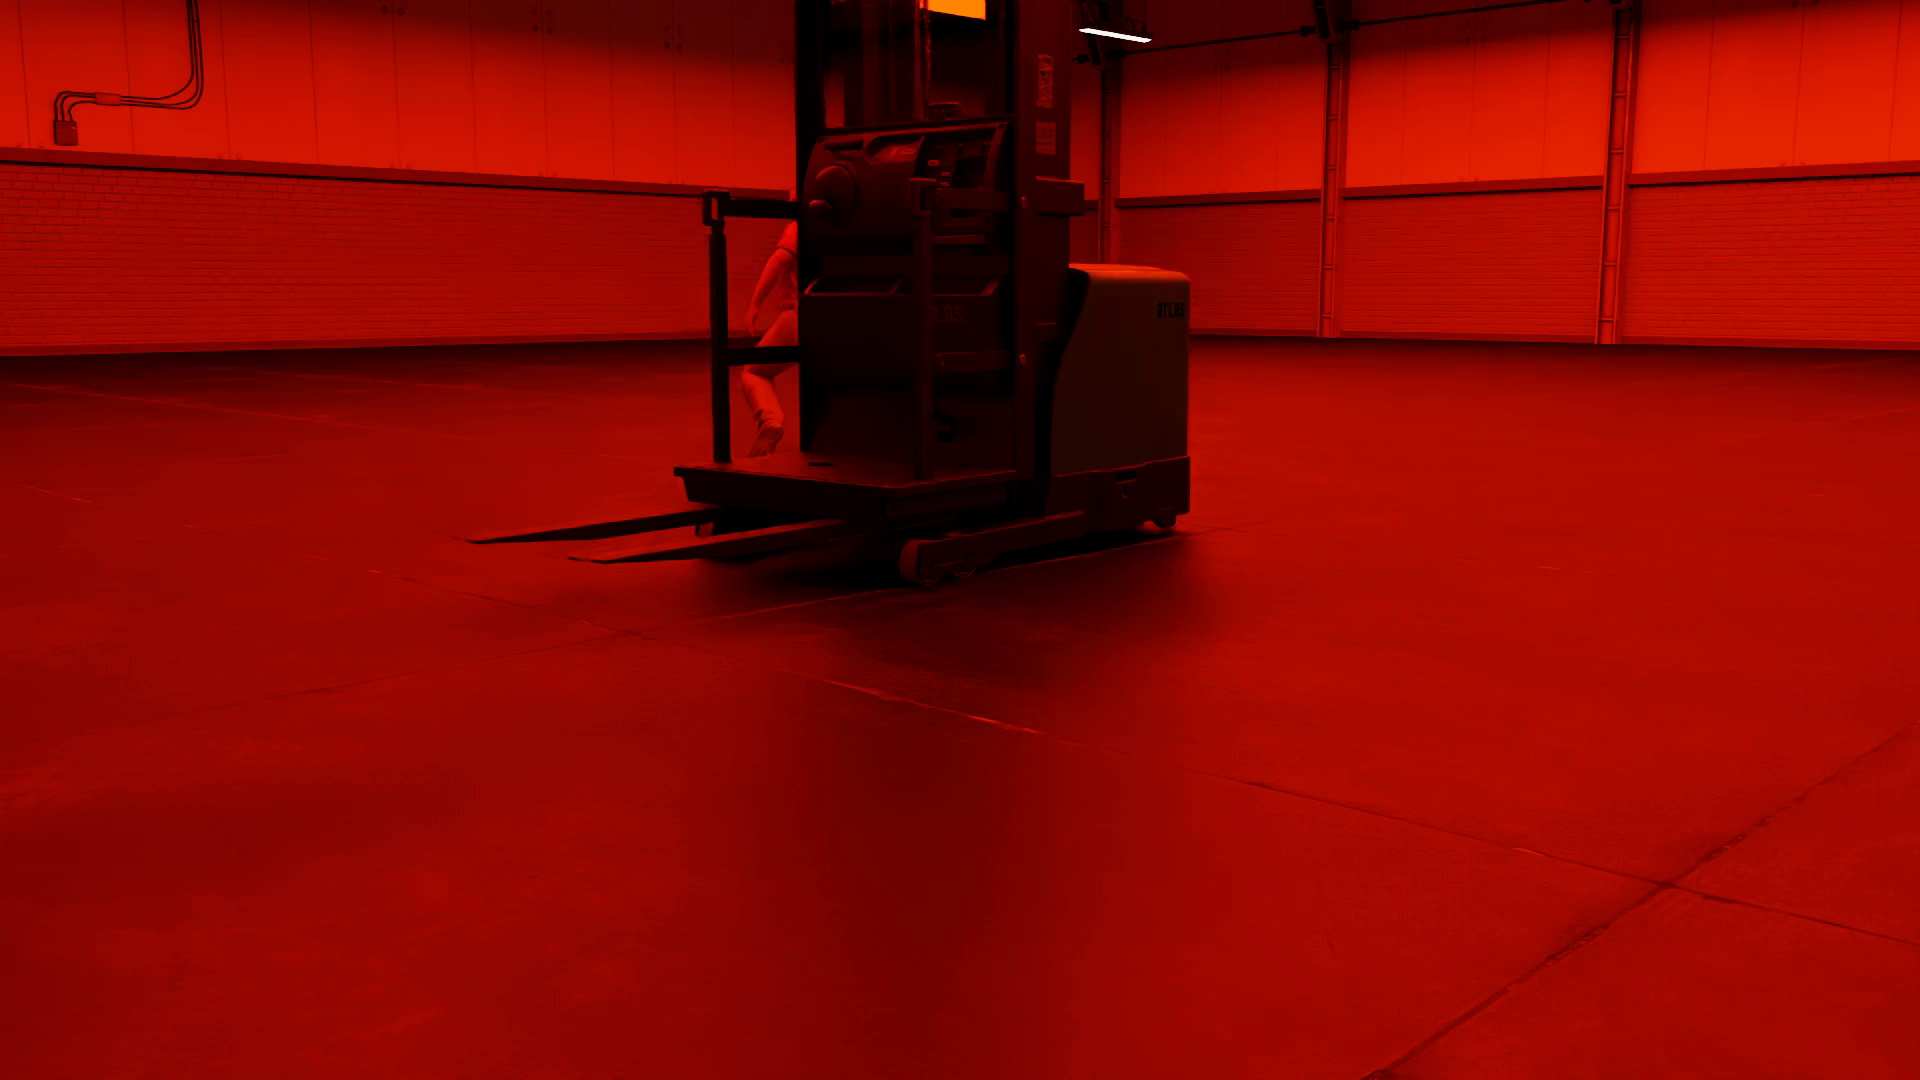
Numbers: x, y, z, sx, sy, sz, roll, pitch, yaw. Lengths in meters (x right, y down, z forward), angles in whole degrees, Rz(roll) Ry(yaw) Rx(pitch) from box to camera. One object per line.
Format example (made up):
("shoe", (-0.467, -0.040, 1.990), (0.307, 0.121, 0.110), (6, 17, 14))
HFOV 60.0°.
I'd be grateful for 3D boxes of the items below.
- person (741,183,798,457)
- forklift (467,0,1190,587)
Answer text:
("person", (-0.870, -1.183, 9.277), (0.880, 1.627, 0.546), (-5, 10, -32))
("forklift", (-0.345, -1.373, 5.993), (1.130, 2.935, 3.031), (7, 11, 38))
